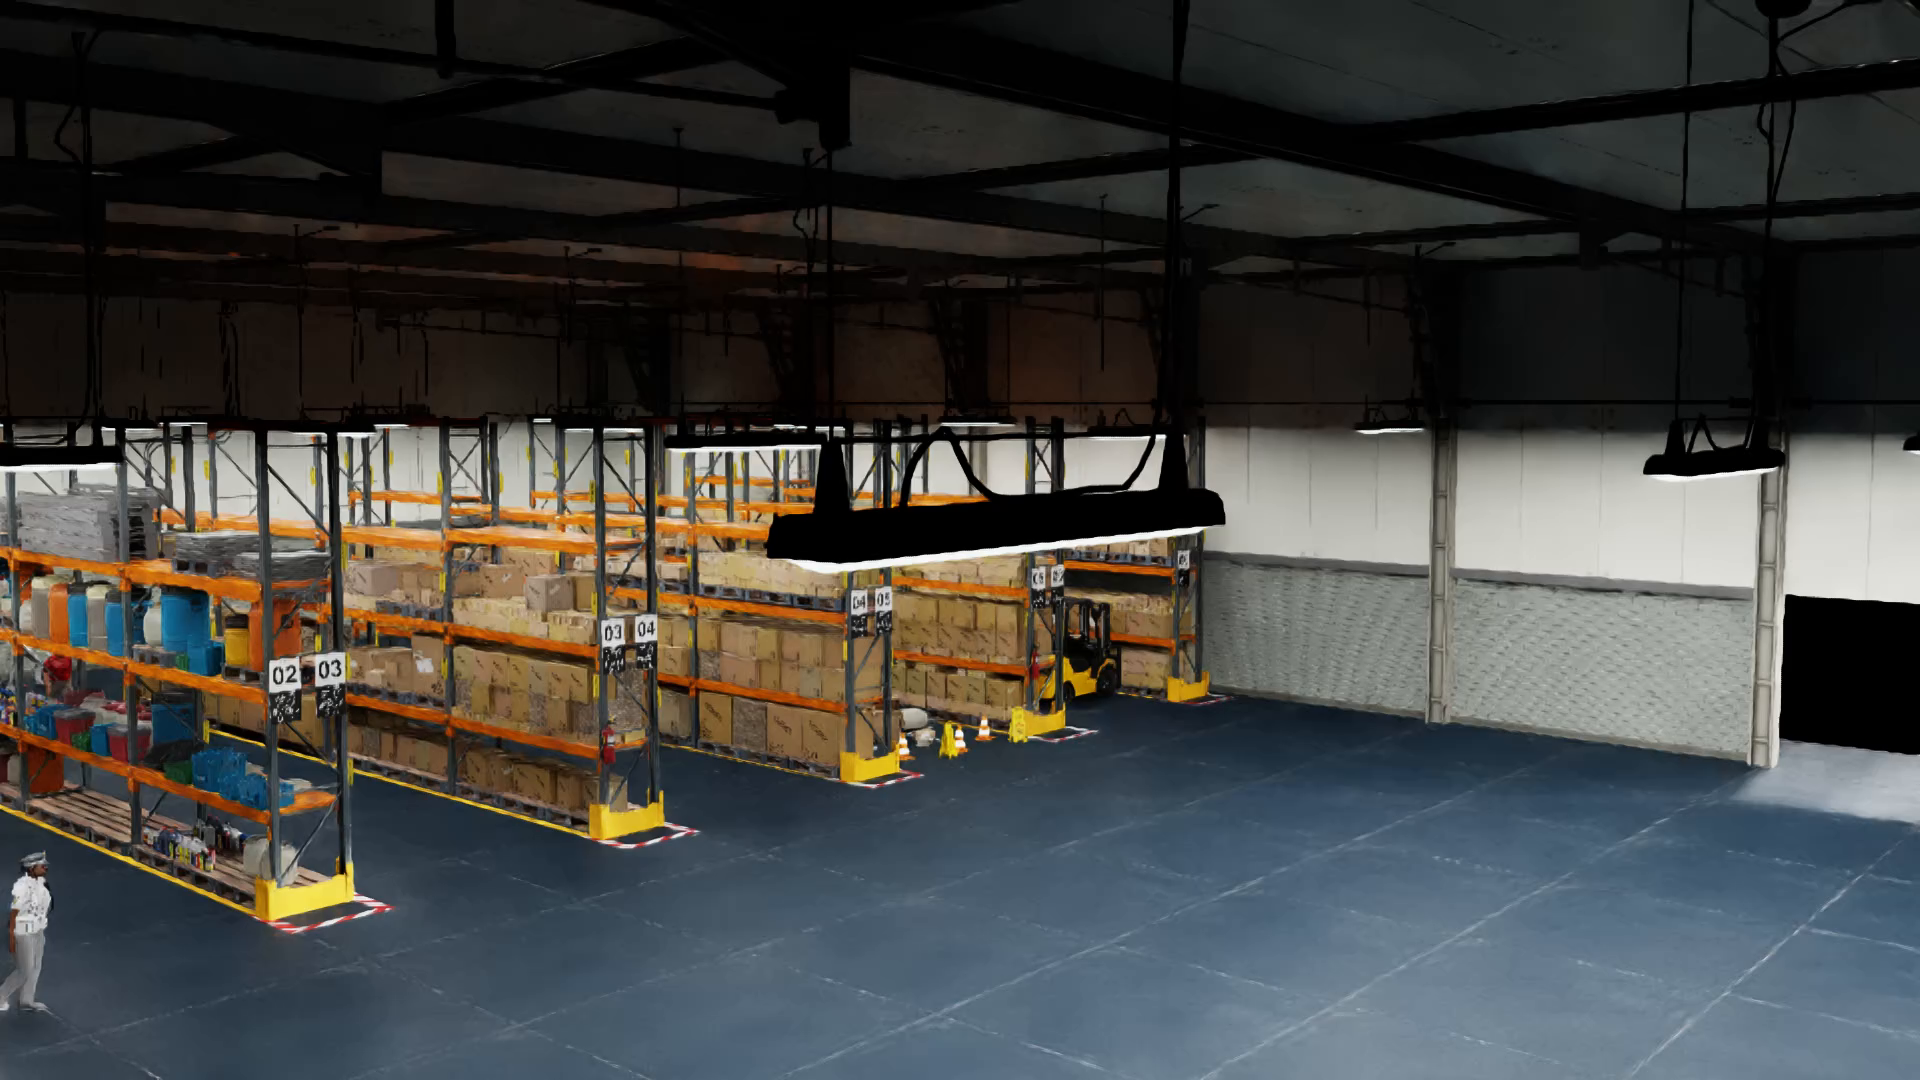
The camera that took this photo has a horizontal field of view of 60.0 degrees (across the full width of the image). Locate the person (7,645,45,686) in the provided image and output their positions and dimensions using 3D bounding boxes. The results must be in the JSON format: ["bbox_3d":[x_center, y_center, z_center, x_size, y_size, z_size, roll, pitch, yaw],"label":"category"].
[{"bbox_3d":[-20.820,2.450,36.985,0.754,1.620,0.632,2,5,20],"label":"person"}]

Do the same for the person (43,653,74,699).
[{"bbox_3d":[-17.501,2.809,32.314,1.126,1.645,0.542,4,6,43],"label":"person"}]

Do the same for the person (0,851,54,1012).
[{"bbox_3d":[-9.720,4.069,17.237,0.516,1.669,0.526,0,5,4],"label":"person"}]
